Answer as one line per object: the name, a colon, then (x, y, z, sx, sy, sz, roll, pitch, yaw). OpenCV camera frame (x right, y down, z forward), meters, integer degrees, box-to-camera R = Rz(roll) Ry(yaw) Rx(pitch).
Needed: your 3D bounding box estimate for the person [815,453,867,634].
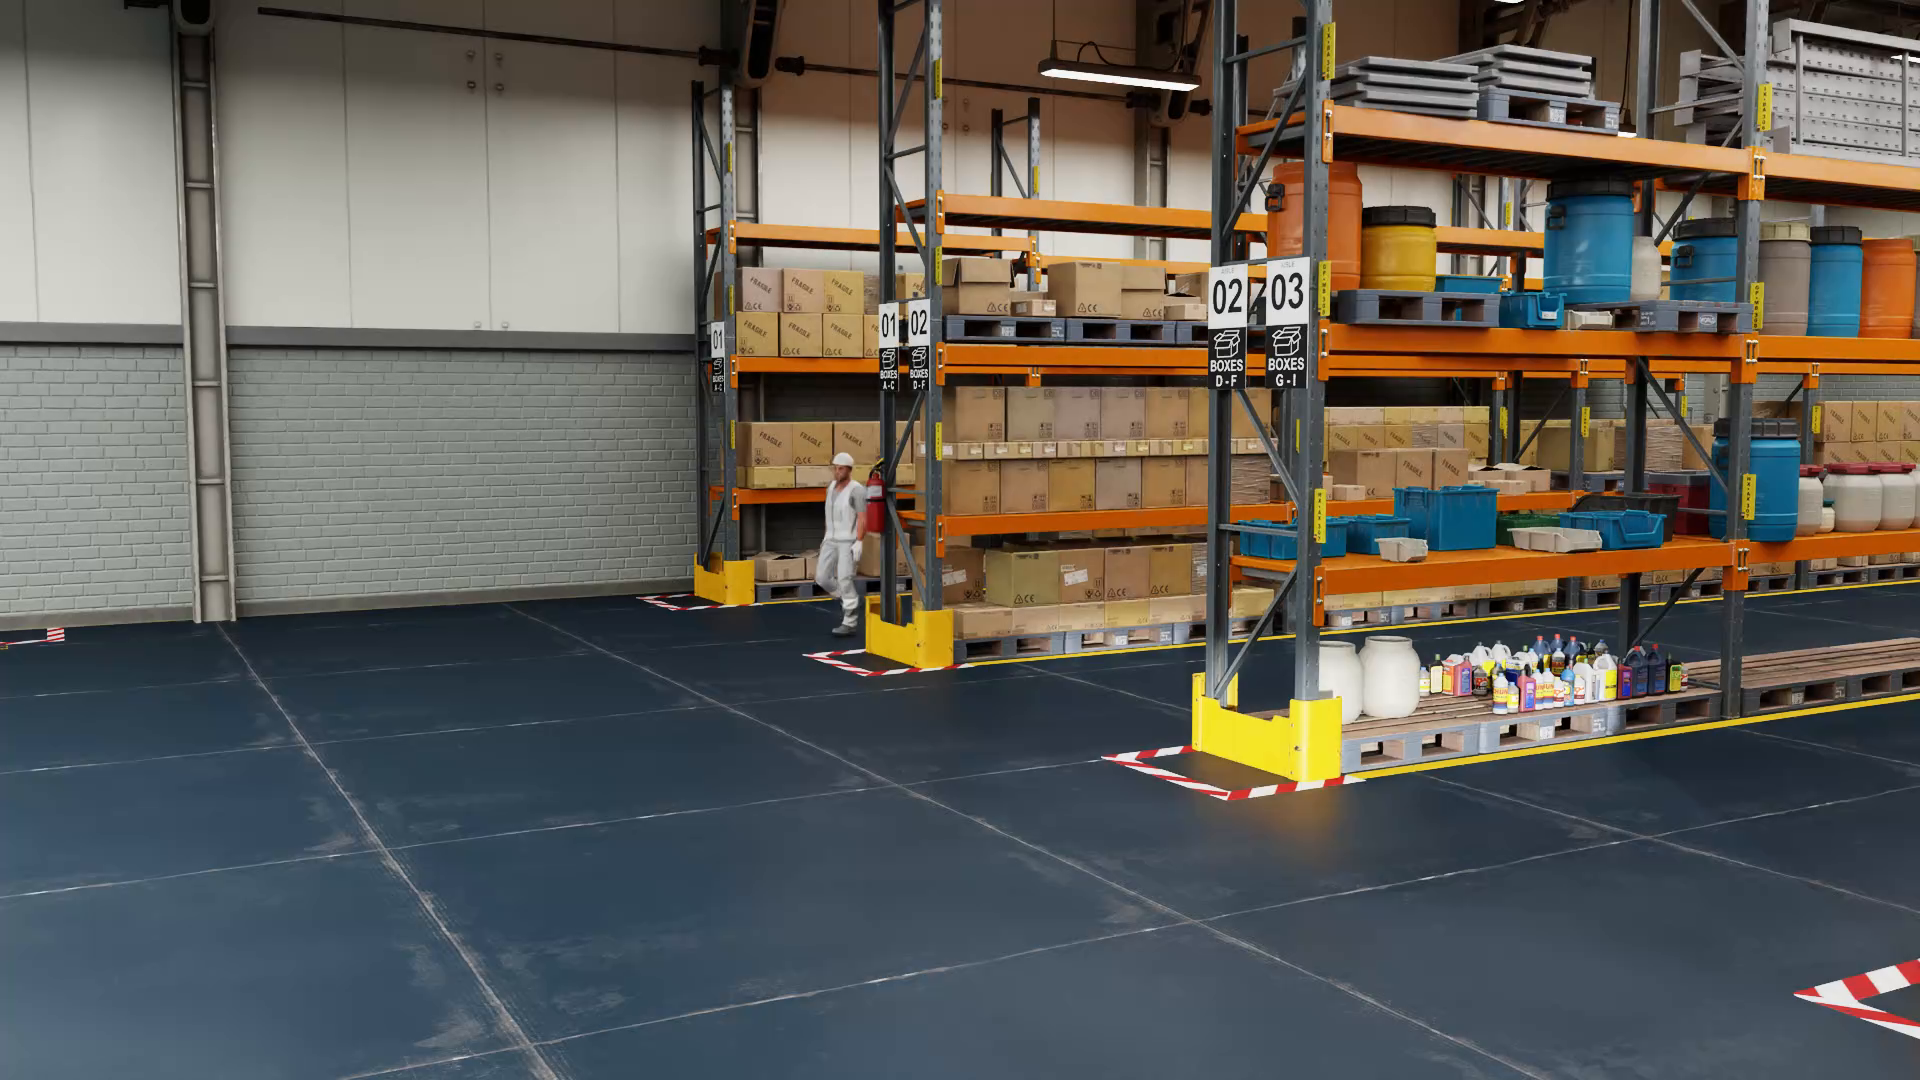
person: (-1.131, 0.022, 16.447, 0.585, 1.779, 0.502, 5, 7, 43)
